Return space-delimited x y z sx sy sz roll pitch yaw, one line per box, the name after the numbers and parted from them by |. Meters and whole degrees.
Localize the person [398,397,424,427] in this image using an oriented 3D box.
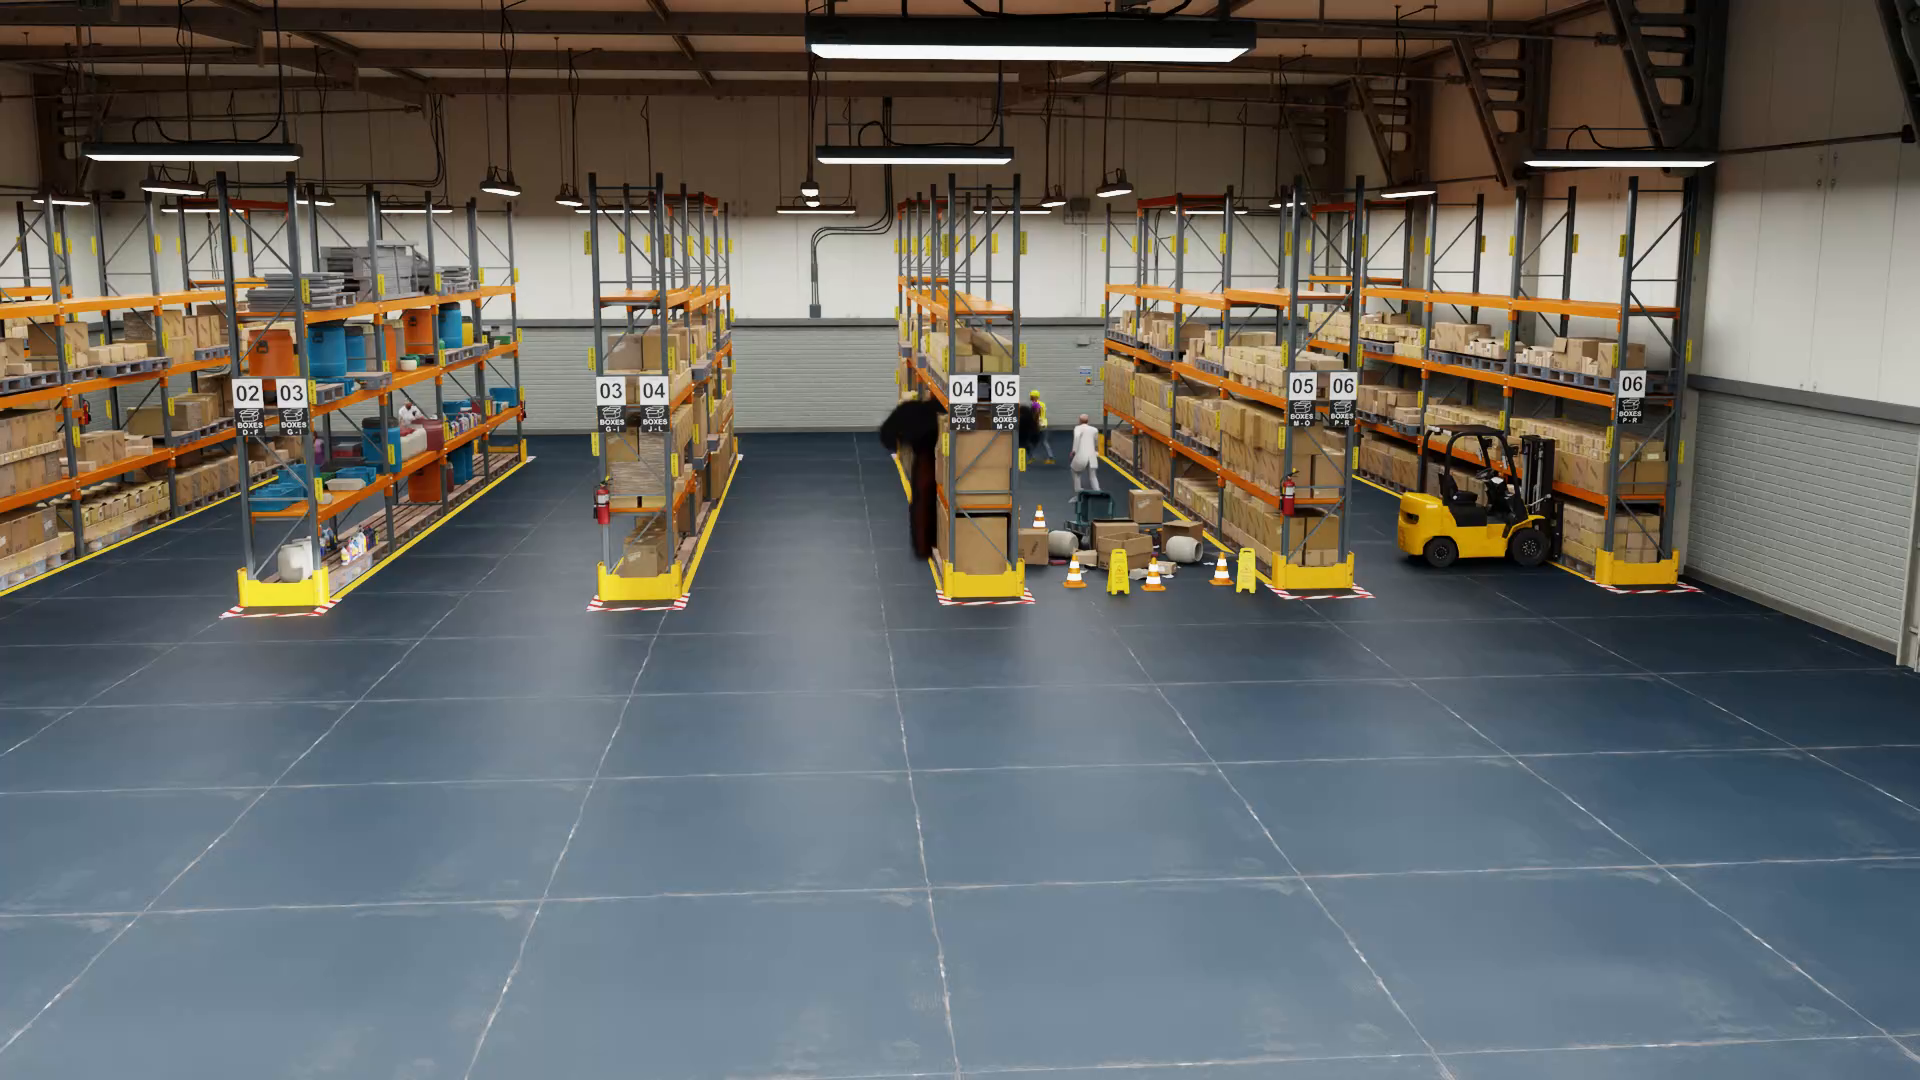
-12.749 -2.556 38.679 0.576 1.584 0.799 -3 10 -16 | person

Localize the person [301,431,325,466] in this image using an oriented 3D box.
-12.589 -1.432 32.553 0.543 1.477 0.796 -3 10 -16 | person

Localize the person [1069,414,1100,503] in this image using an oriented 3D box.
2.442 -1.554 32.232 0.710 1.757 1.058 -4 11 -19 | person

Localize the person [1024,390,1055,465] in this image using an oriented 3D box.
1.833 -2.599 38.374 0.907 1.693 0.697 9 13 41 | person
